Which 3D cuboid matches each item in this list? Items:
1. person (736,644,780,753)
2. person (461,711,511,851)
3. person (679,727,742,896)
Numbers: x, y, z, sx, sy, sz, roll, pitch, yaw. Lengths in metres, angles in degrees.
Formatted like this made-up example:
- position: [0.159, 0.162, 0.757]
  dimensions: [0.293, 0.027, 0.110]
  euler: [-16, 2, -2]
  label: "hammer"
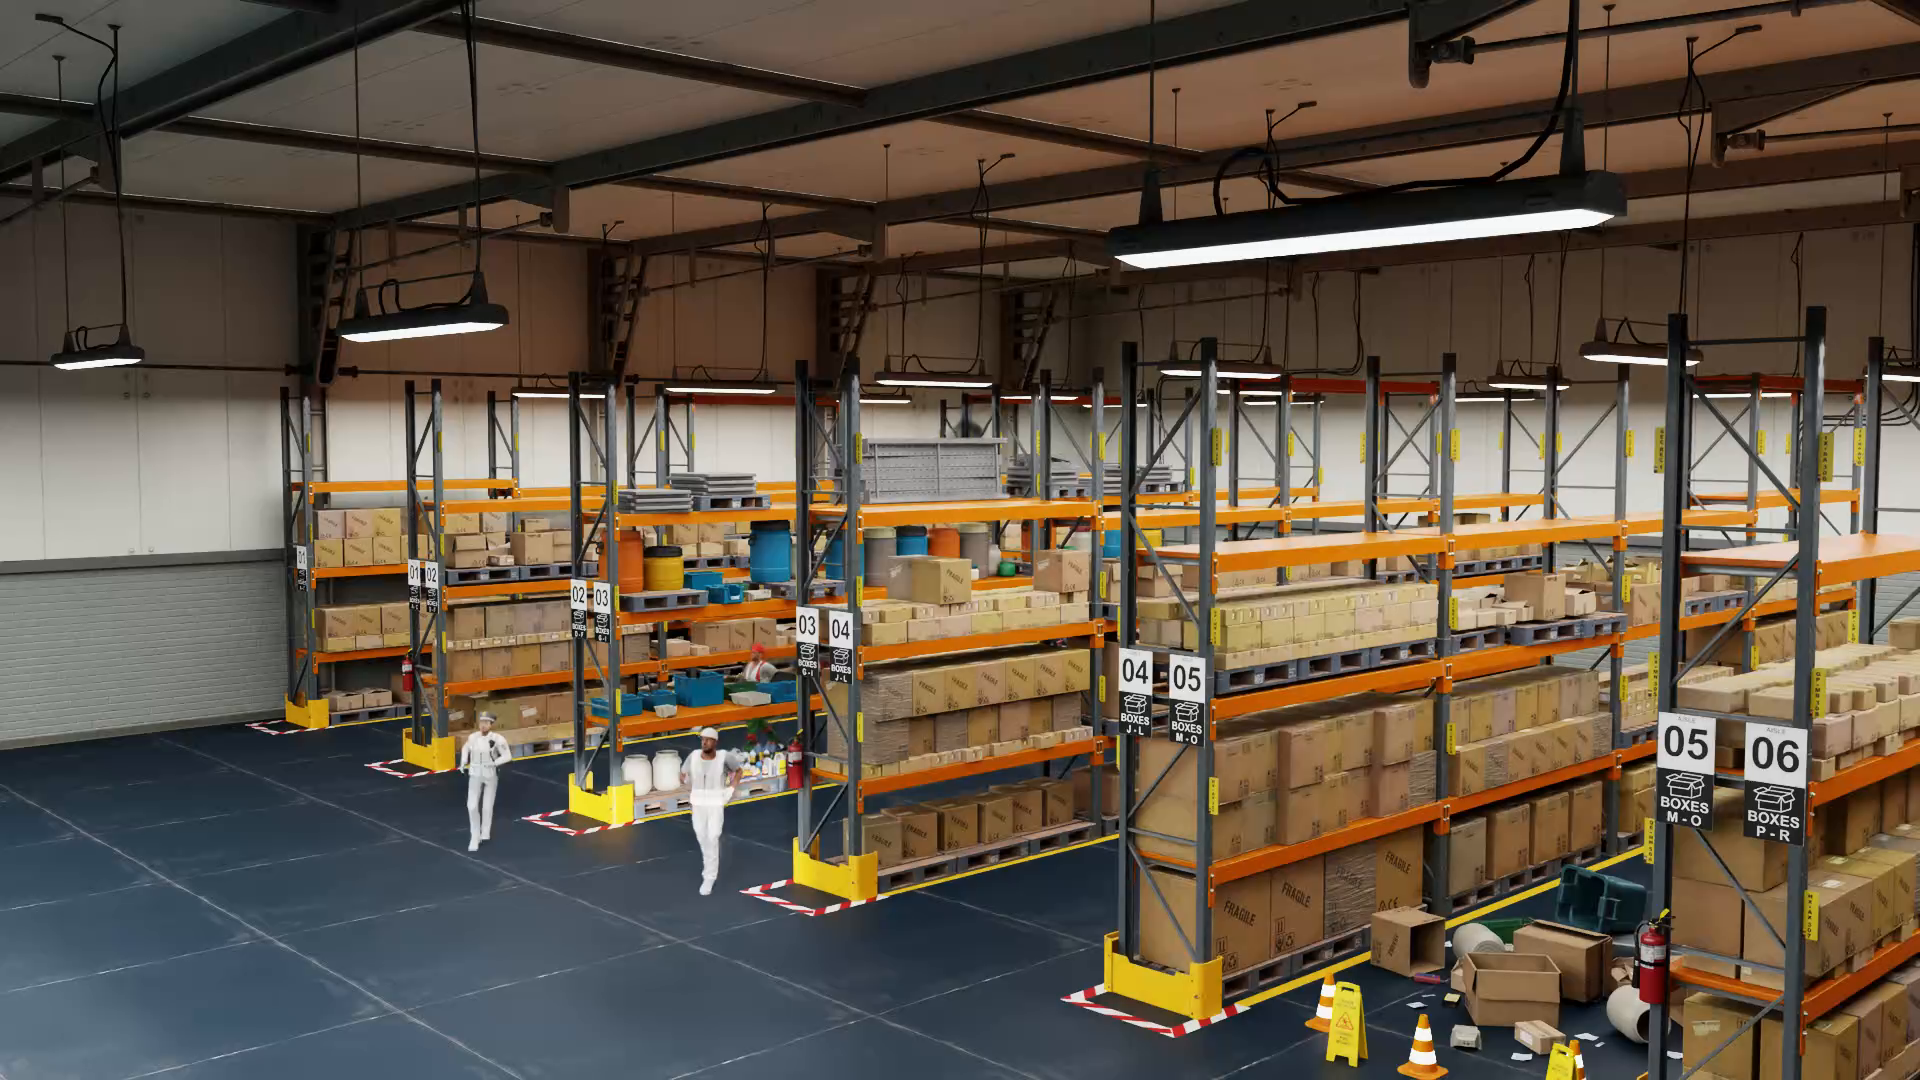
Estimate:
- position: [-3.237, 2.545, 26.501]
  dimensions: [0.973, 1.788, 0.659]
  euler: [-3, 5, -43]
  label: "person"
- position: [-5.932, 3.003, 20.825]
  dimensions: [0.641, 1.763, 0.609]
  euler: [0, 4, -4]
  label: "person"
- position: [-2.887, 3.040, 18.964]
  dimensions: [0.681, 1.817, 0.869]
  euler: [1, 4, 14]
  label: "person"
